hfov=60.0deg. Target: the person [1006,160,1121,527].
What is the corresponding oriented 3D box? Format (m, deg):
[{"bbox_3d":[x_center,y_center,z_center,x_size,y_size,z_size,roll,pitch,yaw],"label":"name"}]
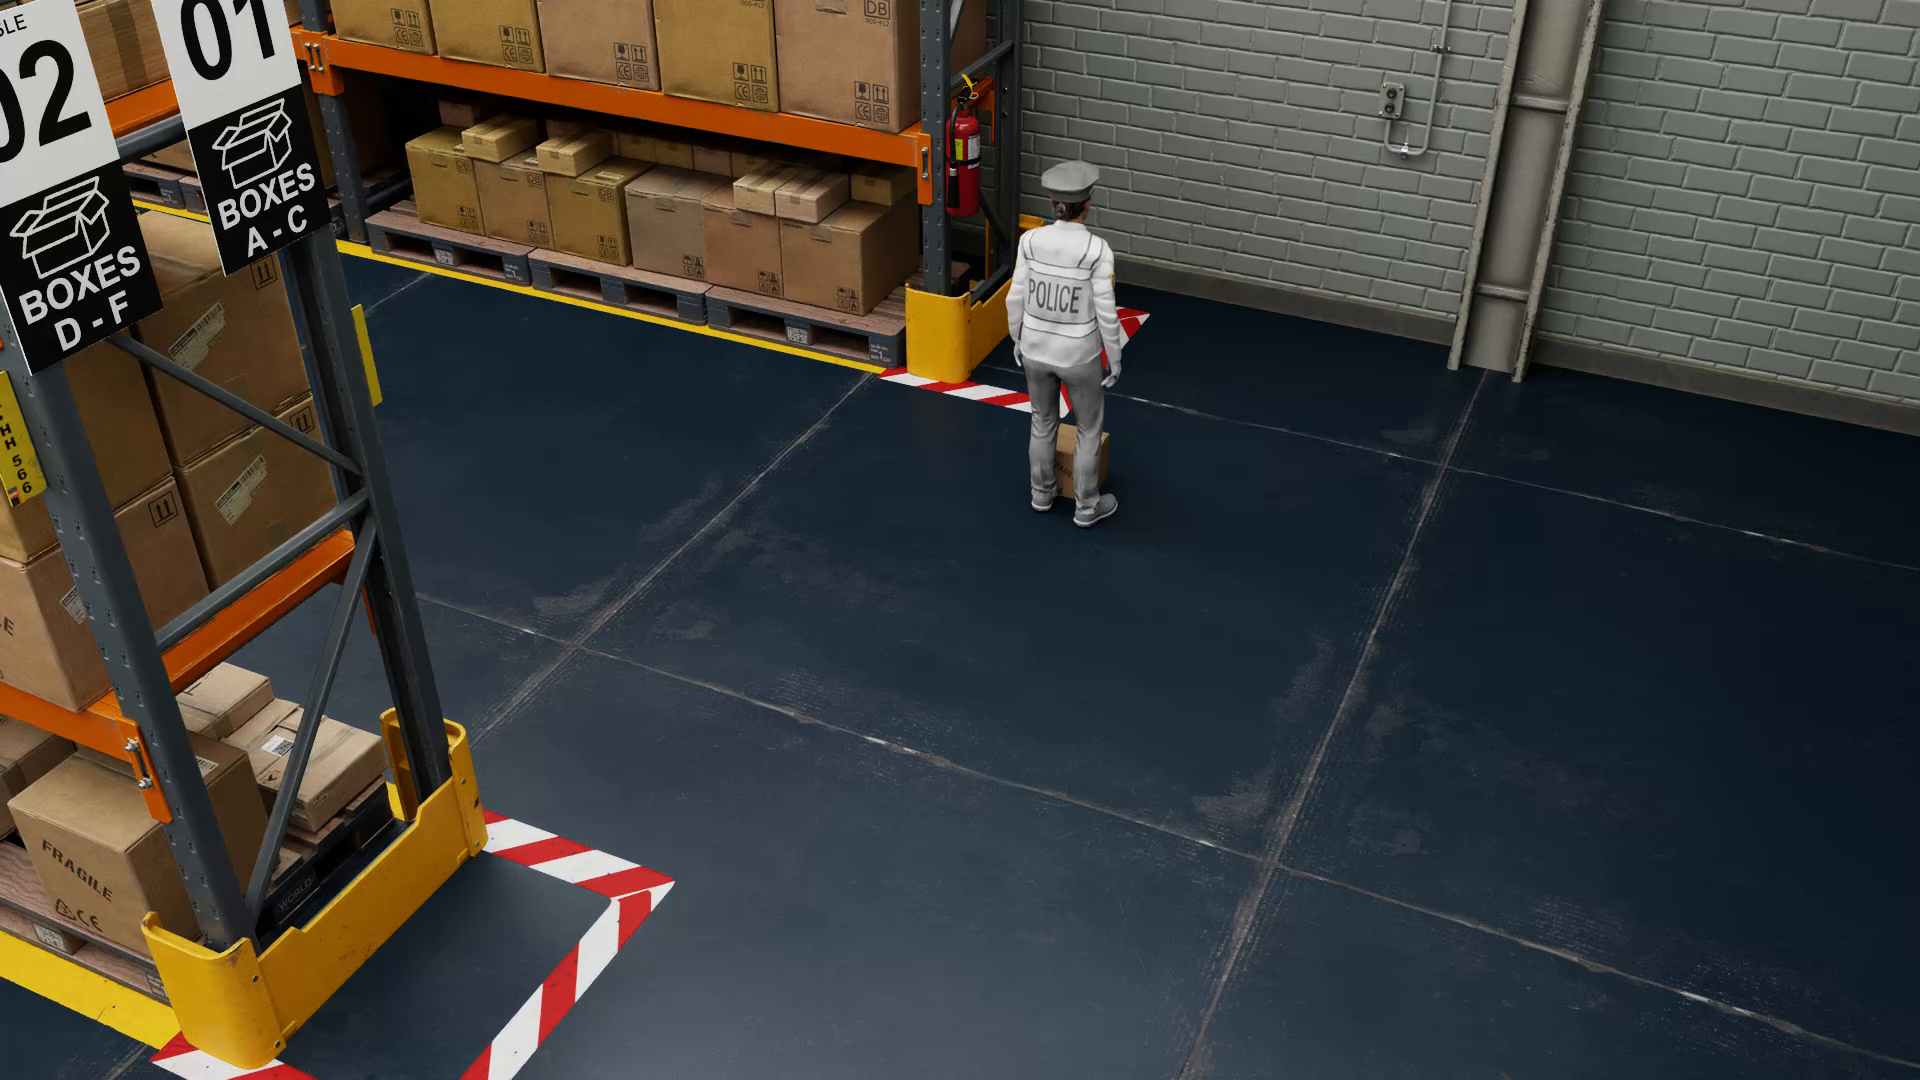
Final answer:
[{"bbox_3d":[0.470,-0.839,7.388,0.529,1.663,0.406,15,37,21],"label":"person"}]
